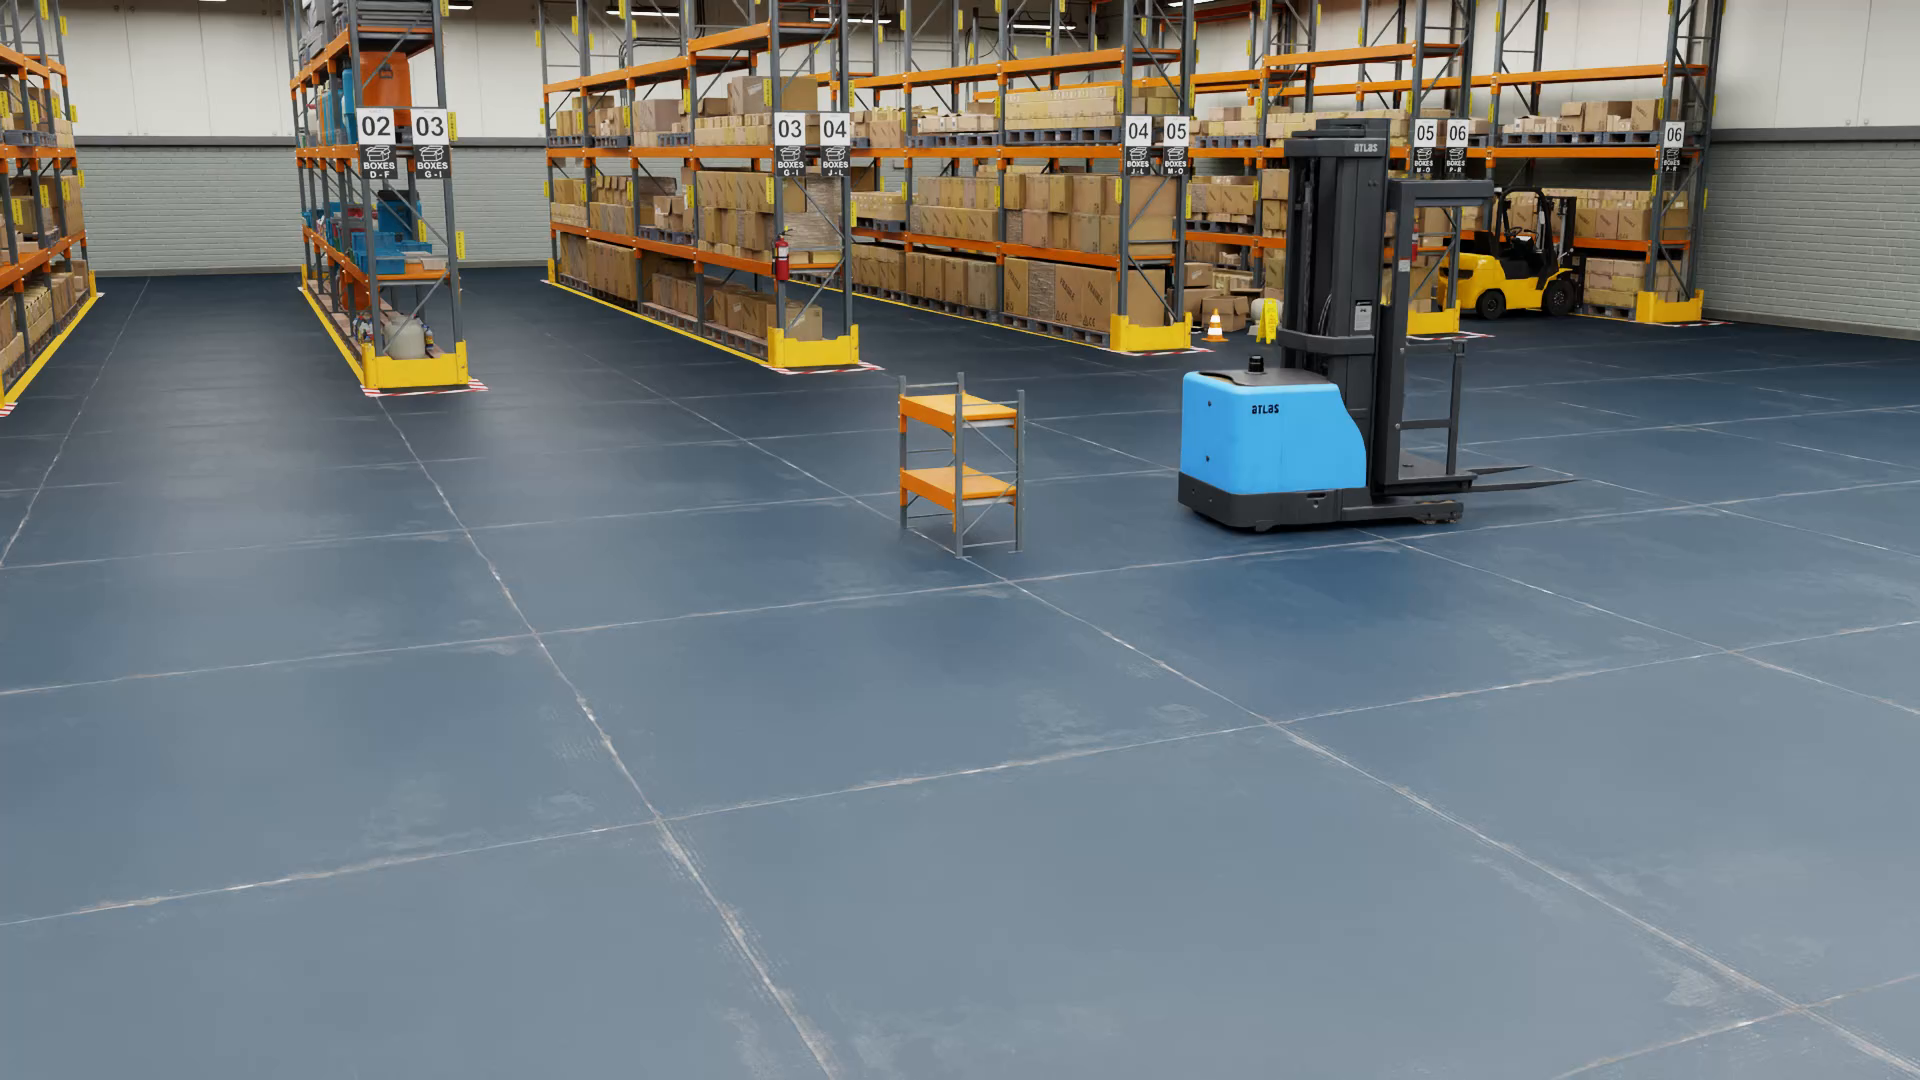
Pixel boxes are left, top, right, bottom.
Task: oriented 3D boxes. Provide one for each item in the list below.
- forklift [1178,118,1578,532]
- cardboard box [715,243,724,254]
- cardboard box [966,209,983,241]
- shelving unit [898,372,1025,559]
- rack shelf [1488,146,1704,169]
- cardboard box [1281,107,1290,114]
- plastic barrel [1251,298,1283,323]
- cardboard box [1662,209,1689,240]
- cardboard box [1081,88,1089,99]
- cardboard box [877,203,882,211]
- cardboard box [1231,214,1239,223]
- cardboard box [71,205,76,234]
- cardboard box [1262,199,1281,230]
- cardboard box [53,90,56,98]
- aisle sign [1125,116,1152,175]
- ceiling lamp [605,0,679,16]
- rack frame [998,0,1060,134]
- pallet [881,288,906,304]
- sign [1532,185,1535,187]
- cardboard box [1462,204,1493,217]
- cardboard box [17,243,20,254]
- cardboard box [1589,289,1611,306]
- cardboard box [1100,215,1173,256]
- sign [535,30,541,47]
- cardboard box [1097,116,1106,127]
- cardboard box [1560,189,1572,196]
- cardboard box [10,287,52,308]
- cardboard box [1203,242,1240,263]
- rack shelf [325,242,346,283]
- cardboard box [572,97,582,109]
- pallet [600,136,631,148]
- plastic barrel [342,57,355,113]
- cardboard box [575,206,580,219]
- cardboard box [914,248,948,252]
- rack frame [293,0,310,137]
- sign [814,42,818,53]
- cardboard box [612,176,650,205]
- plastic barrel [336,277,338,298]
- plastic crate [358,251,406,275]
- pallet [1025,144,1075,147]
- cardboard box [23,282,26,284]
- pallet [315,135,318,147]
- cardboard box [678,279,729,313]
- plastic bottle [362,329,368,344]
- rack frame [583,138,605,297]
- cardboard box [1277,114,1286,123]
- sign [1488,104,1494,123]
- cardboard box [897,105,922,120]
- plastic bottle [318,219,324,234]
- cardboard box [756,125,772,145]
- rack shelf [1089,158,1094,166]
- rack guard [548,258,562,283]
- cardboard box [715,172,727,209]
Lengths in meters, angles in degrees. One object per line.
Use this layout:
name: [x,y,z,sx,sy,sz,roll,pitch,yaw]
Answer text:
forklift: [3.255,-1.653,12.514,3.031,2.935,1.130,-4,14,-16]
cardboard box: [-3.298,-4.182,23.844,0.380,0.149,0.250,-6,14,-23]
cardboard box: [0.435,-5.248,27.671,0.500,0.500,0.500,-6,14,-24]
shelving unit: [-0.003,-0.549,11.749,0.538,1.125,1.048,-6,14,-23]
rack shelf: [10.934,-6.626,28.790,1.077,0.370,4.000,-6,14,-23]
cardboard box: [5.511,-7.575,29.586,0.500,0.250,0.500,-6,14,-24]
plastic barrel: [4.974,-3.688,26.865,0.512,0.421,0.421,4,14,16]
cardboard box: [11.791,-5.278,27.801,0.500,0.500,0.500,-5,14,-21]
cardboard box: [1.942,-6.363,23.692,0.380,0.149,0.250,-5,14,-22]
cardboard box: [-1.342,-6.235,31.123,0.380,0.149,0.250,-5,14,-22]
cardboard box: [5.038,-5.699,29.467,0.380,0.149,0.250,-6,14,-25]
cardboard box: [-16.137,-5.731,29.757,0.500,0.500,0.500,-6,14,-23]
cardboard box: [5.507,-5.557,28.346,0.500,0.500,0.500,-6,14,-23]
cardboard box: [-16.283,-7.656,29.206,0.700,0.500,0.500,-6,14,-23]
aisle sign: [2.447,-5.410,22.826,0.394,0.787,0.004,-6,14,-23]
ceiling lamp: [-7.052,-13.614,37.788,2.000,3.185,0.800,-6,14,-23]
rack frame: [1.092,-7.934,26.194,1.000,3.000,0.127,-6,14,-23]
pallet: [-0.822,-4.641,31.453,1.003,0.211,1.213,-6,14,-23]
sign: [10.641,-6.439,30.944,0.100,0.325,0.005,-6,14,-23]
cardboard box: [9.702,-6.177,31.132,0.500,0.250,0.500,-6,14,-24]
cardboard box: [-13.612,-4.136,23.645,0.380,0.149,0.250,-5,14,-19]
cardboard box: [11.067,-4.139,28.268,0.500,0.250,0.500,-6,14,-23]
cardboard box: [2.504,-4.331,23.596,0.875,0.550,0.550,-6,14,-23]
sign: [-8.811,-10.470,34.726,0.100,0.325,0.005,-6,14,-23]
cardboard box: [2.150,-5.867,23.321,0.380,0.149,0.250,-5,14,-22]
cardboard box: [10.694,-6.037,28.980,0.380,0.149,0.250,-6,14,-23]
cardboard box: [-13.739,-3.569,24.561,0.500,0.311,0.500,-5,14,-21]
cardboard box: [6.207,-6.865,39.491,0.700,0.500,0.500,-6,14,-25]
rack shelf: [-8.833,-4.200,24.958,1.077,0.370,4.000,-6,14,-23]
cardboard box: [-7.501,-8.774,33.437,0.500,0.250,0.500,-6,14,-25]
pallet: [-5.853,-7.139,29.830,1.003,0.211,1.213,-5,14,-20]
plastic barrel: [-7.731,-5.832,21.719,0.600,0.901,0.708,-6,14,-23]
cardboard box: [-7.325,-6.483,32.902,0.500,0.250,0.500,-5,14,-21]
cardboard box: [-0.565,-5.354,31.301,0.500,0.250,0.500,-6,14,-26]
rack frame: [-11.236,-8.712,29.557,1.000,3.000,0.127,-6,14,-23]
sign: [-3.199,-10.991,36.981,0.100,0.325,0.005,-6,14,-23]
cardboard box: [-5.907,-6.373,30.309,0.797,0.503,0.637,-5,14,-21]
plastic barrel: [-10.606,-4.397,28.803,0.421,0.512,0.421,0,13,0]
plastic crate: [-6.904,-3.314,19.868,0.499,0.251,0.616,-6,14,-23]
pallet: [2.064,-8.720,36.440,1.003,0.211,1.213,-6,14,-23]
cardboard box: [-14.971,-3.792,26.170,0.500,0.500,0.500,-6,14,-25]
pallet: [-10.376,-6.772,28.243,1.003,0.211,1.213,-6,14,-23]
cardboard box: [-4.118,-3.925,26.746,0.700,0.500,0.500,-7,15,-28]
plastic bottle: [-7.630,-2.564,21.343,0.061,0.283,0.133,-5,14,-22]
rack frame: [-6.698,-6.237,32.166,1.000,3.000,0.127,-6,14,-23]
cardboard box: [5.545,-7.061,27.863,0.380,0.149,0.250,-5,14,-21]
sign: [9.640,-7.744,30.180,0.100,0.325,0.005,-6,14,-23]
cardboard box: [-0.911,-7.781,30.265,0.396,0.266,0.258,-6,14,-23]
plastic bottle: [-11.253,-5.524,29.359,0.152,0.276,0.135,-6,14,-23]
cardboard box: [-2.317,-5.223,21.464,0.500,0.250,0.500,-5,14,-22]
rack shelf: [3.183,-7.830,33.991,1.077,0.370,4.000,-6,14,-23]
rack guard: [-8.310,-5.851,36.040,1.175,0.500,0.348,-6,14,-23]
cardboard box: [-3.145,-4.943,23.474,0.500,0.500,0.500,-6,14,-23]
